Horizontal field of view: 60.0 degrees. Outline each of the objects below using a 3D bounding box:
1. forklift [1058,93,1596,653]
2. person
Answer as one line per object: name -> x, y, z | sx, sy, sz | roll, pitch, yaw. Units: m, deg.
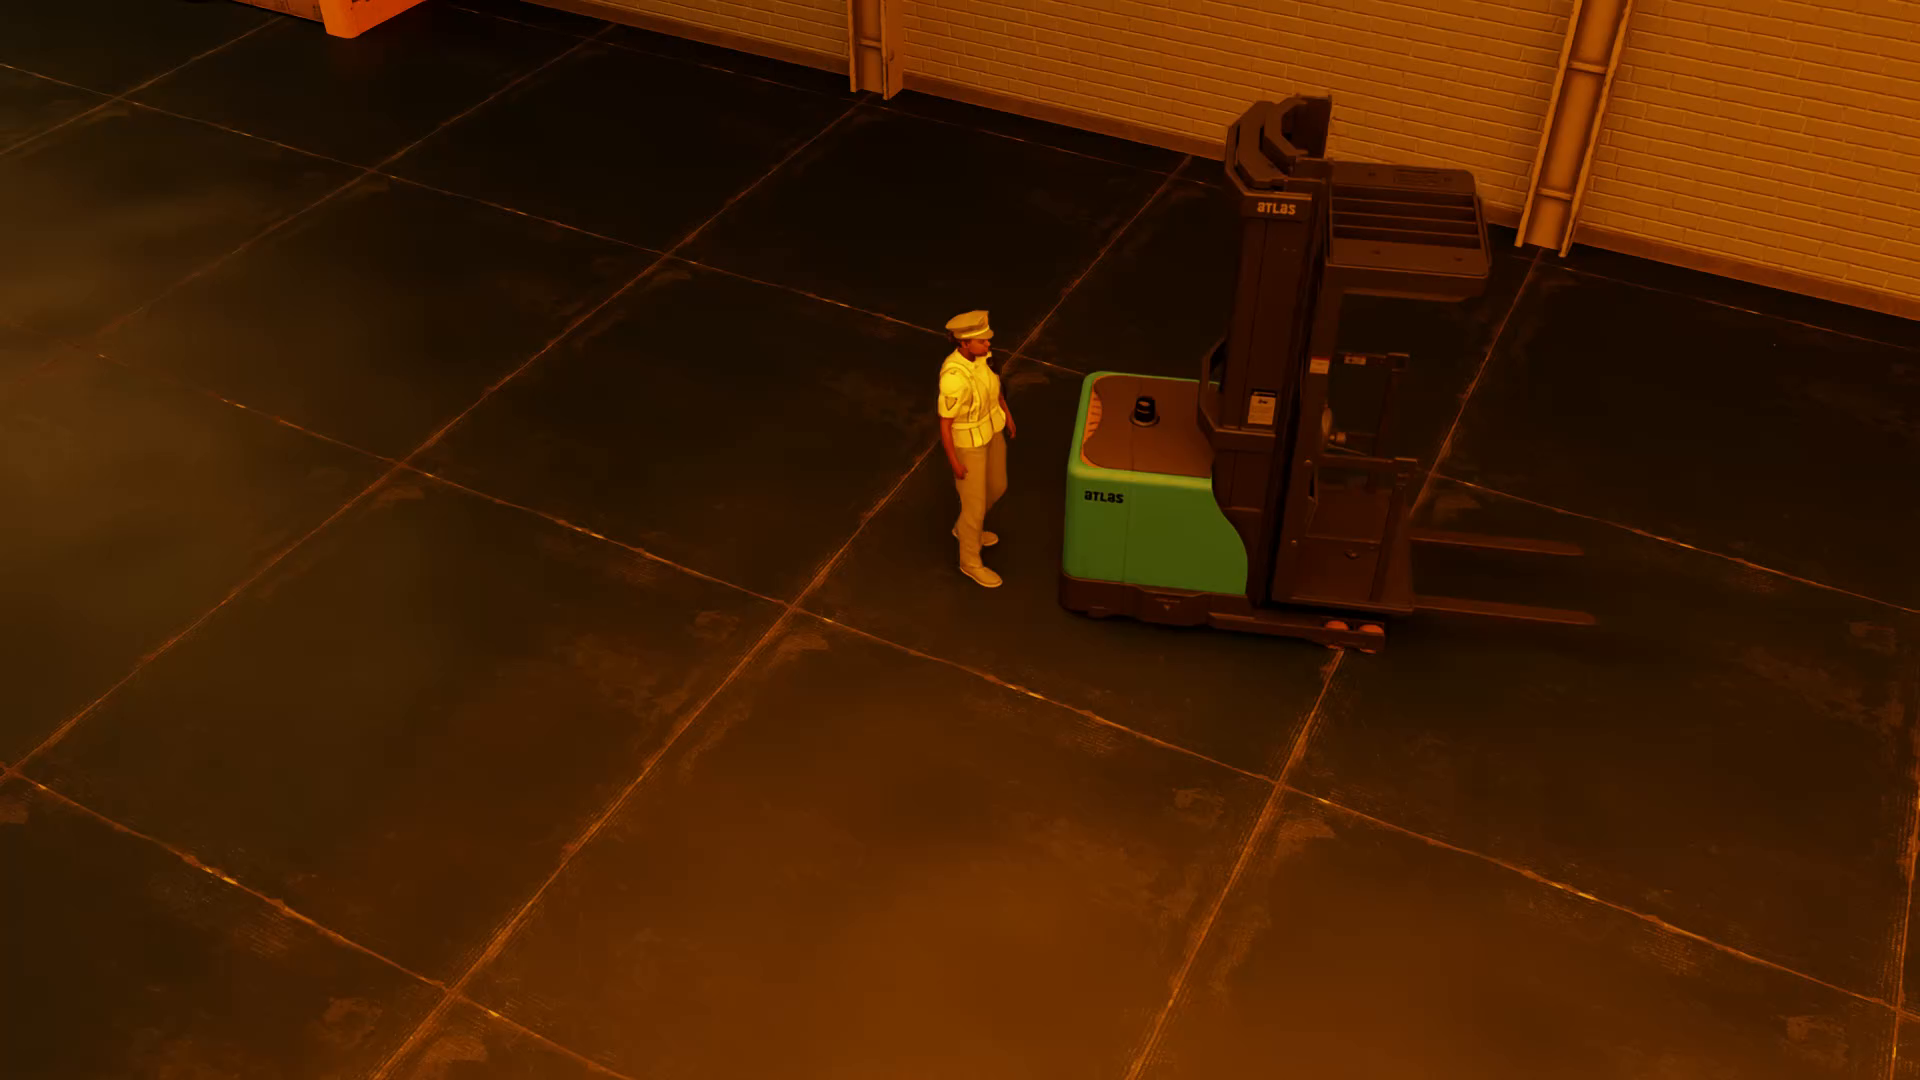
forklift -> 2.139, -0.847, 8.992 | 3.031, 2.935, 1.130 | 6, 40, 7
person -> 0.151, -0.569, 9.671 | 0.545, 1.671, 0.594 | 23, 45, 25
